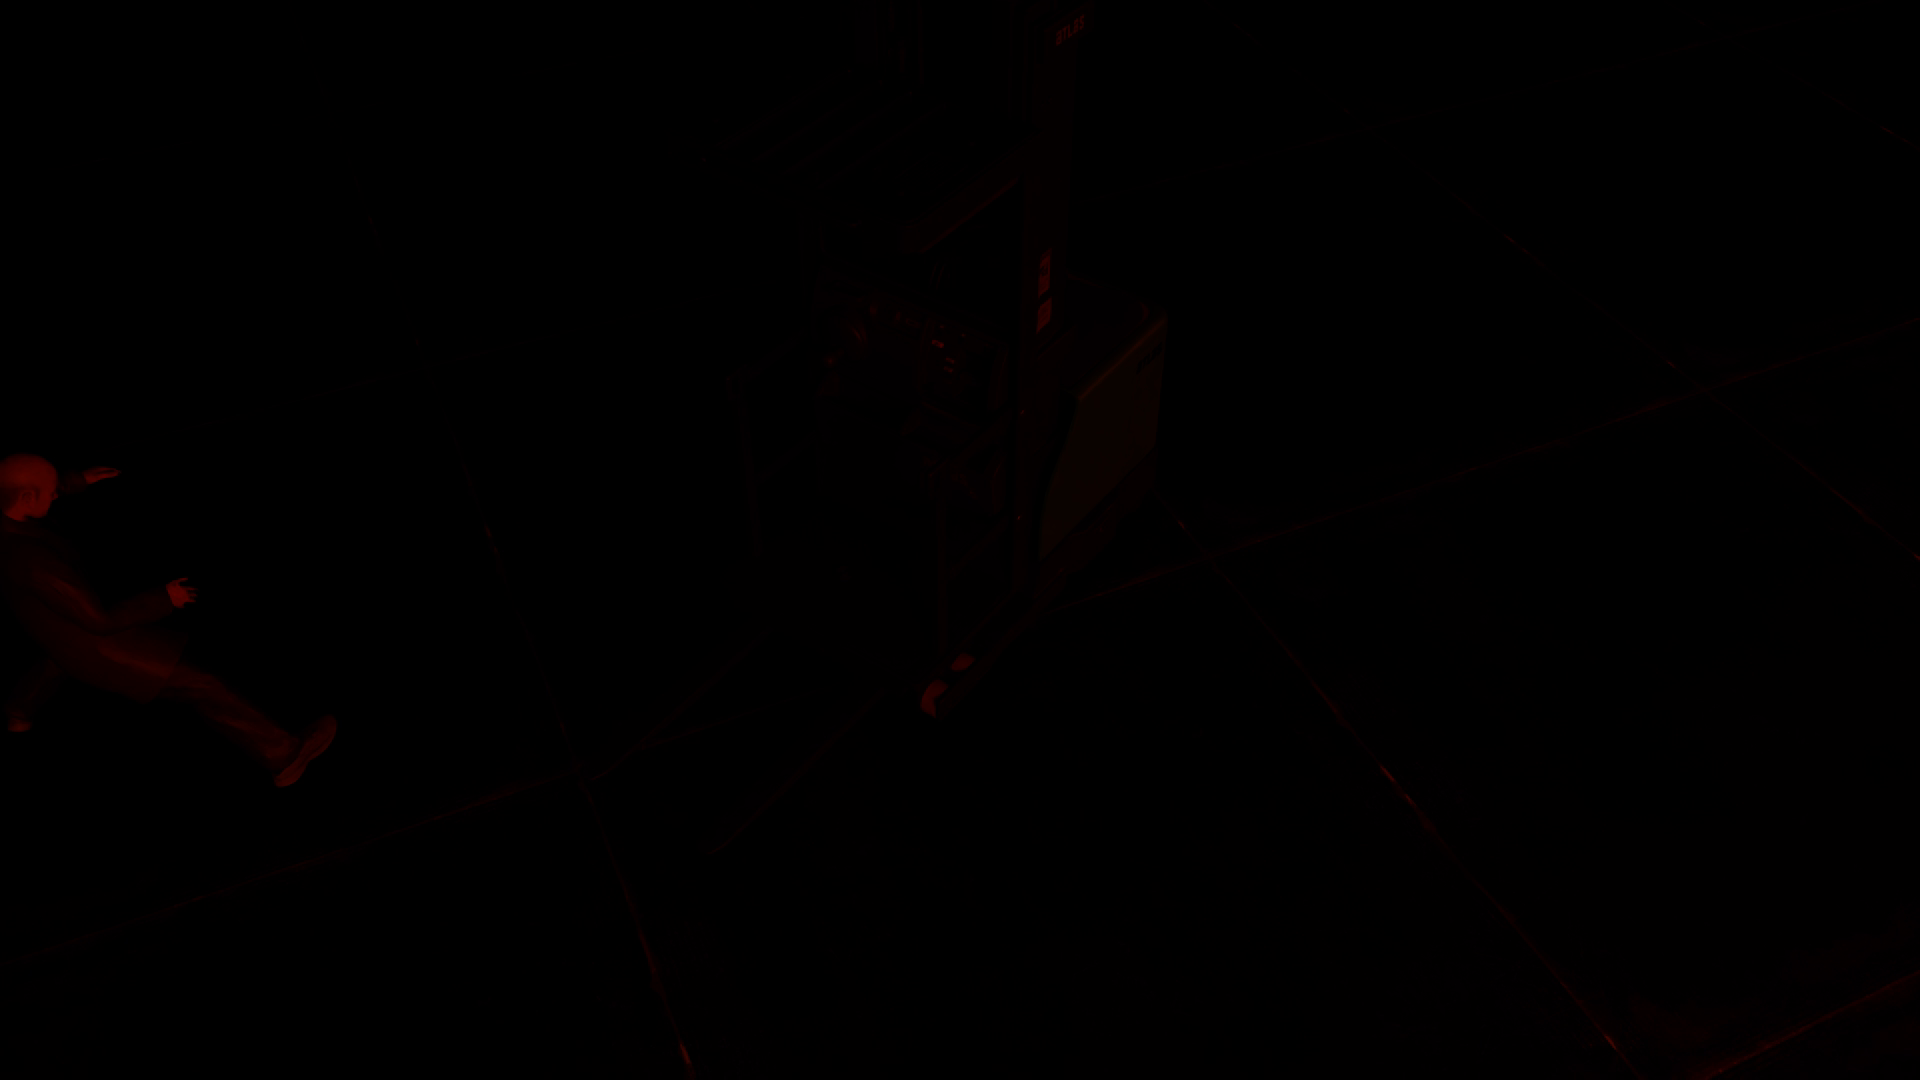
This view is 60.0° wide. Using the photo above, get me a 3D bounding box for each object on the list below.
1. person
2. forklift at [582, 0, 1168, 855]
[{"bbox_3d":[-3.315,0.215,6.455,1.309,1.572,0.995,34,53,31],"label":"person"},{"bbox_3d":[-0.330,-0.698,6.428,1.130,2.935,3.031,26,49,25],"label":"forklift"}]
